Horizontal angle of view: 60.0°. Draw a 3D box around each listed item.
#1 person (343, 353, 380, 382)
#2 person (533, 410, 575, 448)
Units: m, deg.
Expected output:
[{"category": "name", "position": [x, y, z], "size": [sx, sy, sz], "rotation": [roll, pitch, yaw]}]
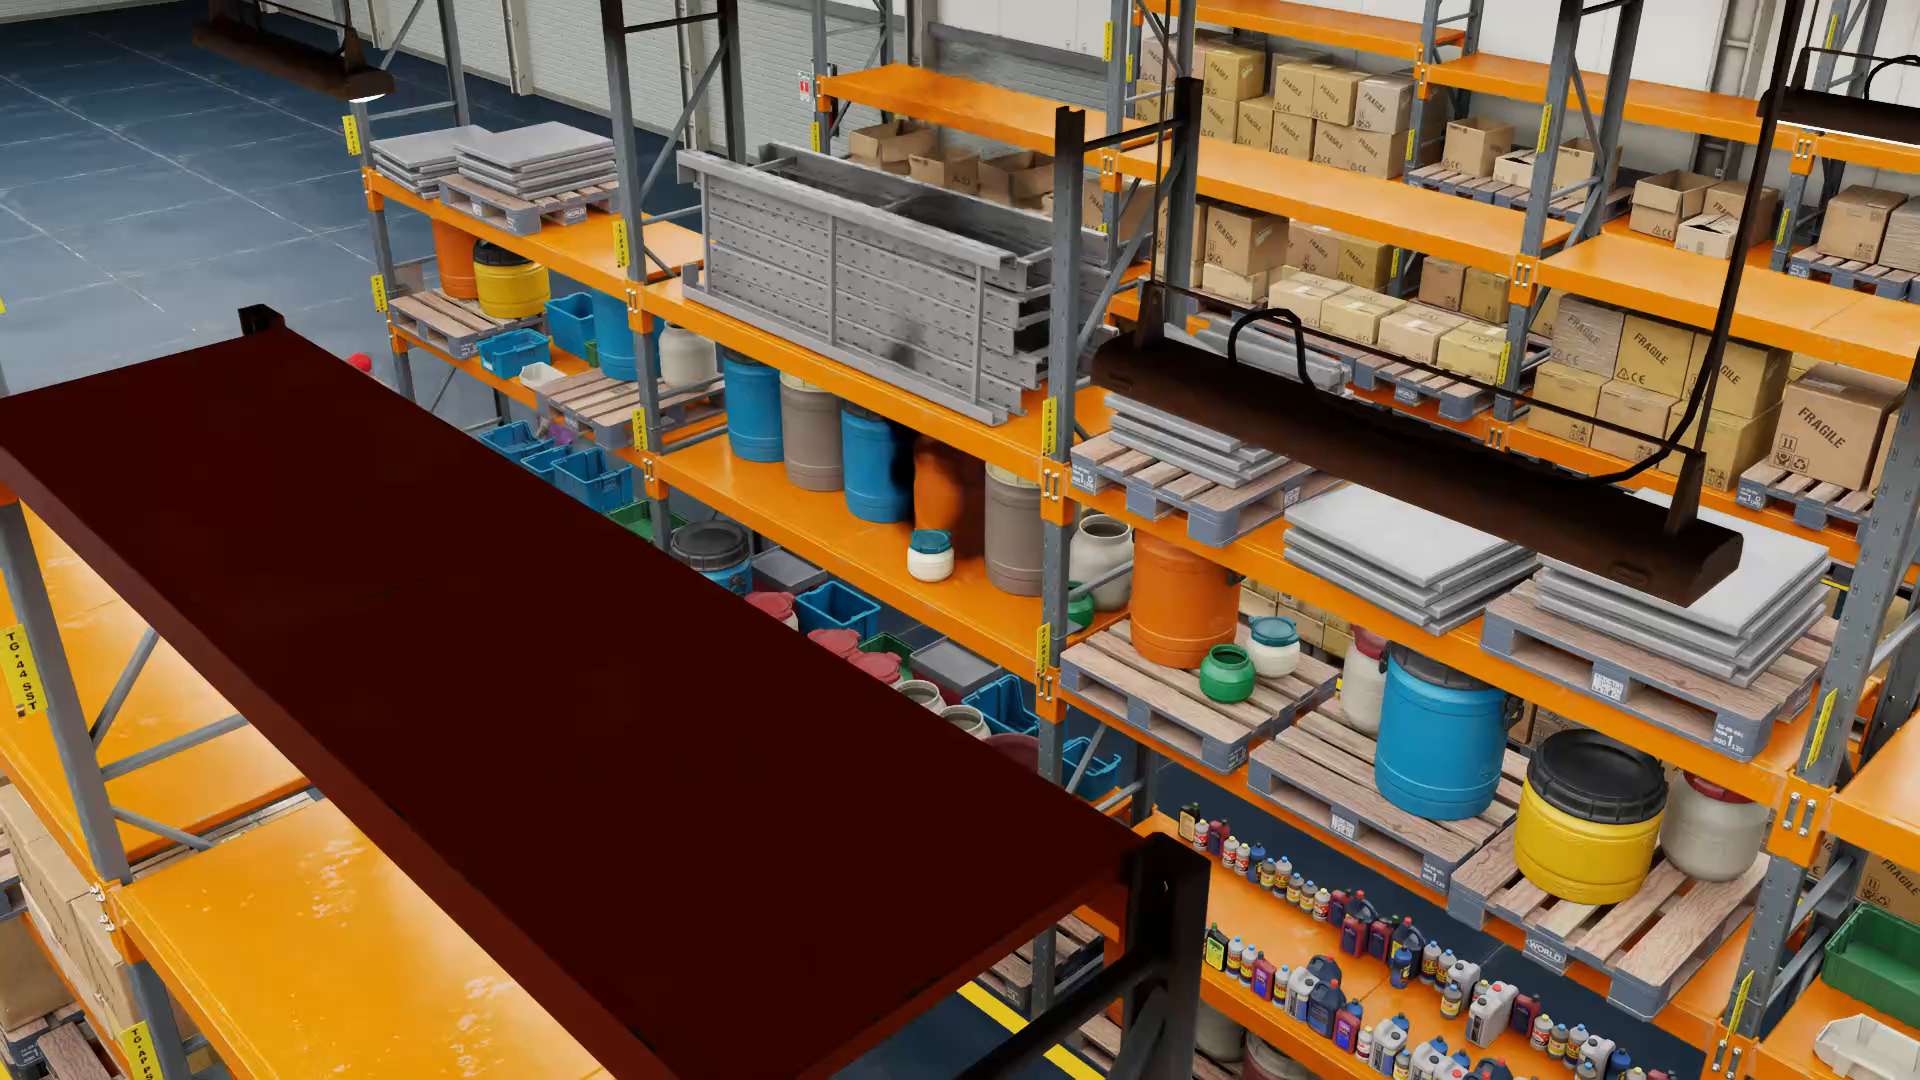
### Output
[{"category": "person", "position": [-5.966, -1.035, 16.866], "size": [0.759, 1.831, 0.672], "rotation": [-1, 28, -1]}, {"category": "person", "position": [-4.105, -1.009, 17.179], "size": [0.645, 1.549, 0.601], "rotation": [10, 30, 18]}]
